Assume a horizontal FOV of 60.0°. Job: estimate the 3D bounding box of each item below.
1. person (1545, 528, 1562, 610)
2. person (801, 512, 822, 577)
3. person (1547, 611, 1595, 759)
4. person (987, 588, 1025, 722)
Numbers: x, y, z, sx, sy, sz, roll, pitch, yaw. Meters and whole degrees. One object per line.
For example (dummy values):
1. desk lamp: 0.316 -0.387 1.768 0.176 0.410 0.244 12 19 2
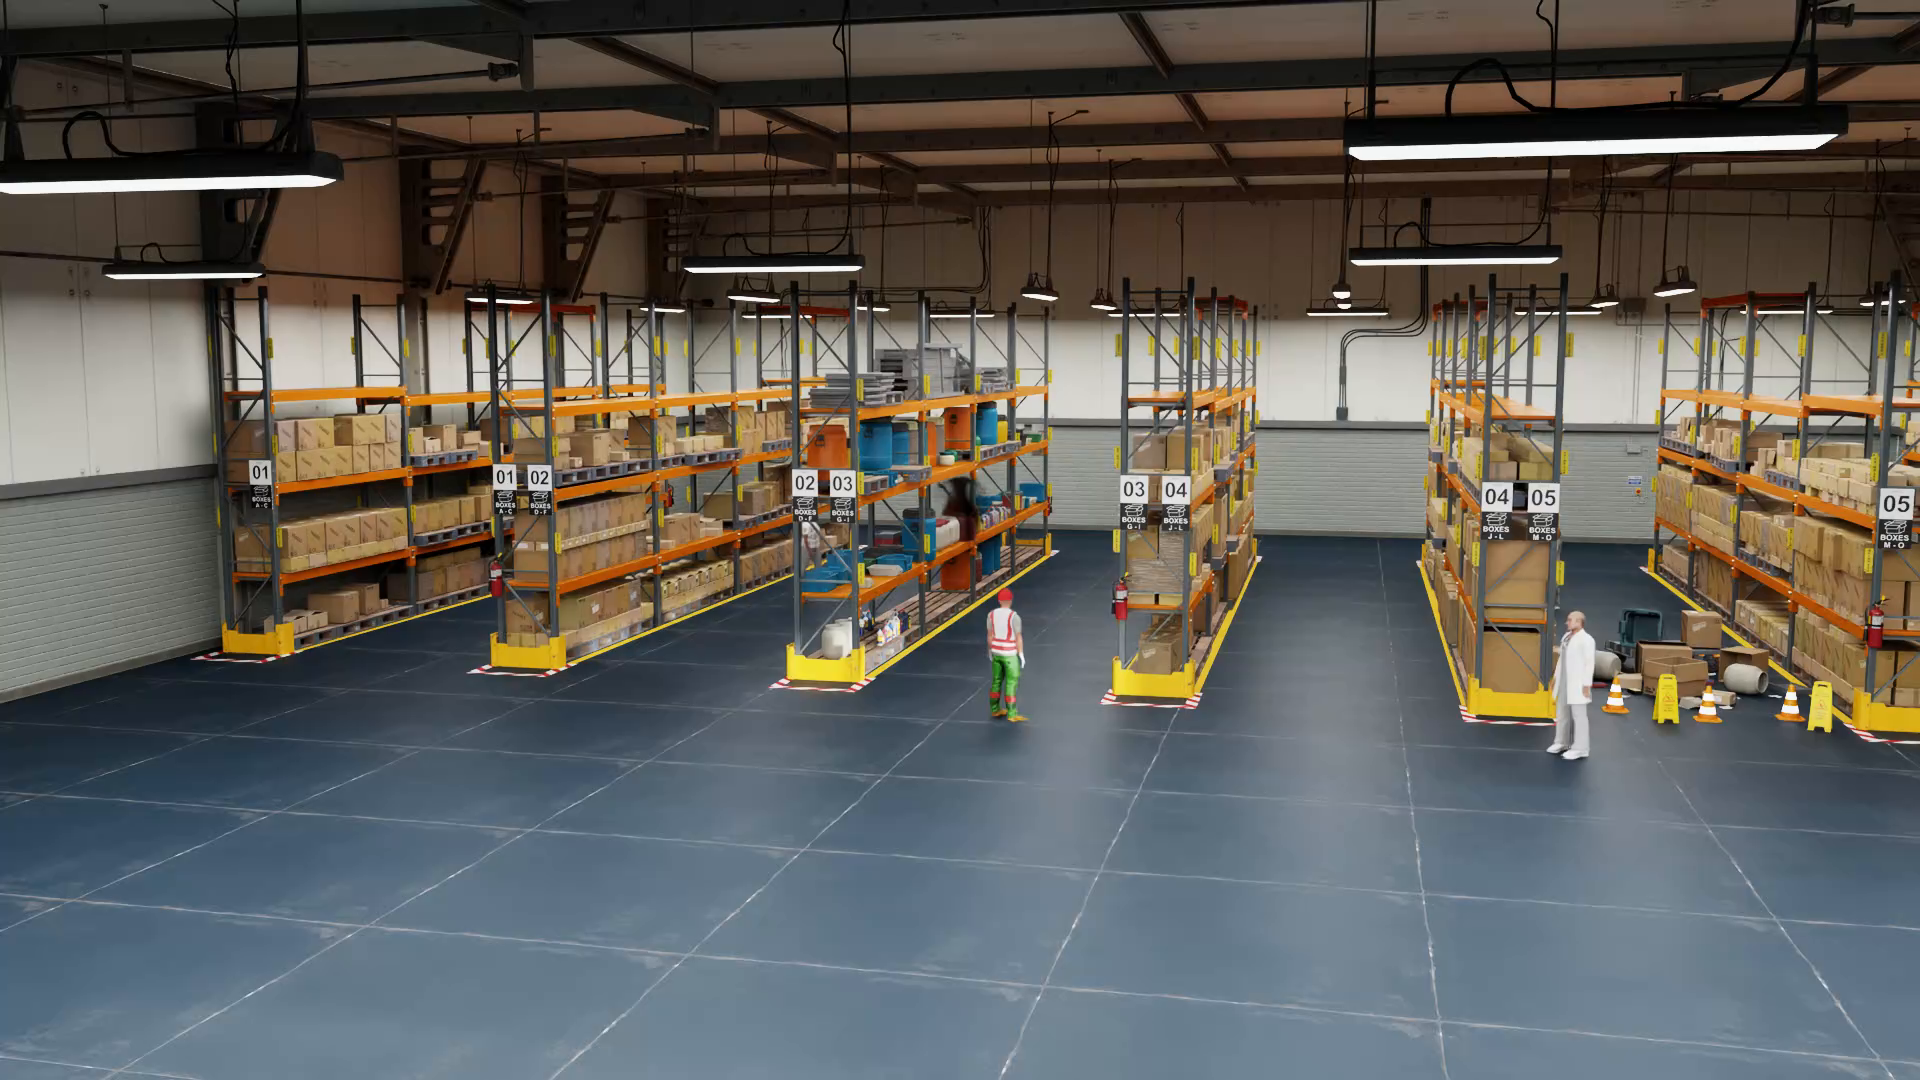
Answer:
1. person: 11.366 0.561 31.915 0.461 1.615 0.350 -6 9 -40
2. person: -2.893 0.191 32.391 0.508 1.703 0.635 4 8 34
3. person: 7.501 1.766 20.454 0.413 1.787 0.623 -3 7 -22
4. person: 0.639 1.539 22.471 0.444 1.795 0.570 -5 8 -39
